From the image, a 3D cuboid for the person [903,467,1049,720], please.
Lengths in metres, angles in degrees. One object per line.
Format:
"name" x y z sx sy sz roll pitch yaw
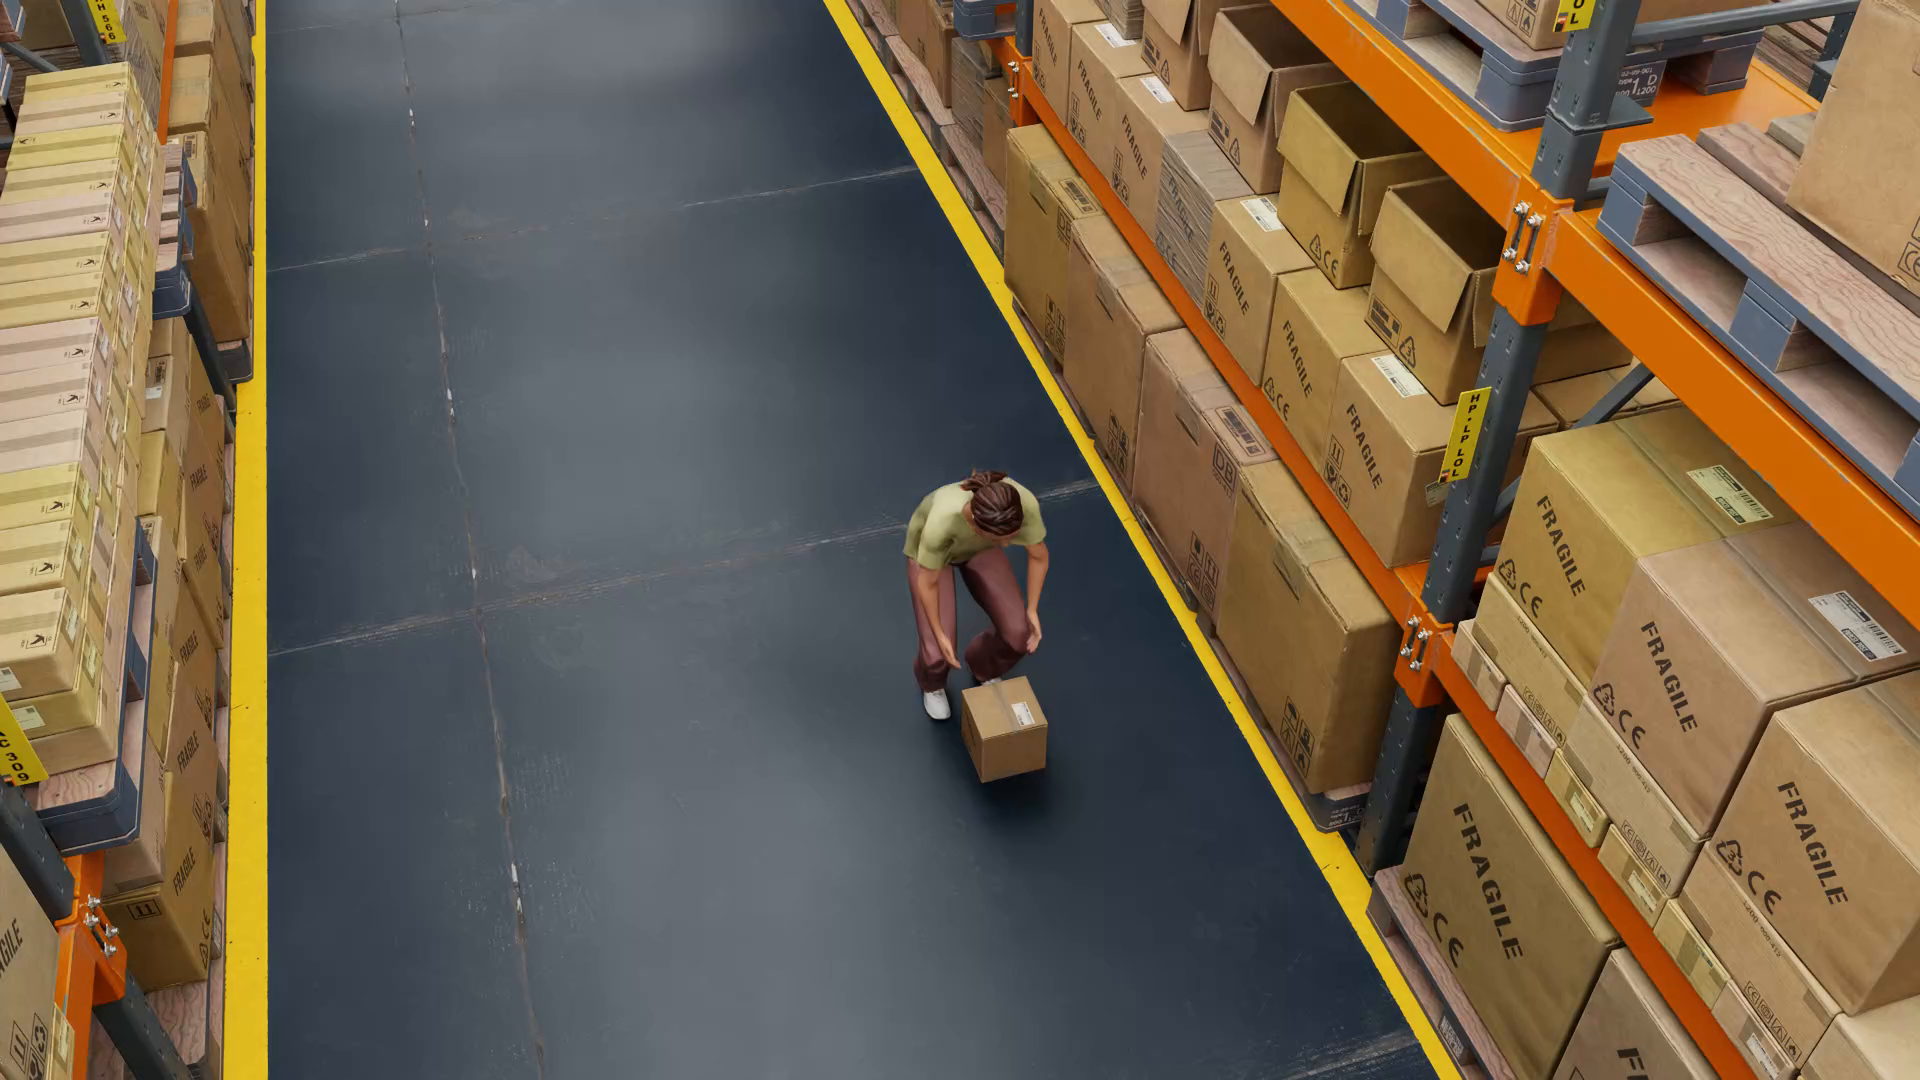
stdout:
"person" 0.060 0.157 6.267 0.512 1.307 0.680 -12 44 -13
